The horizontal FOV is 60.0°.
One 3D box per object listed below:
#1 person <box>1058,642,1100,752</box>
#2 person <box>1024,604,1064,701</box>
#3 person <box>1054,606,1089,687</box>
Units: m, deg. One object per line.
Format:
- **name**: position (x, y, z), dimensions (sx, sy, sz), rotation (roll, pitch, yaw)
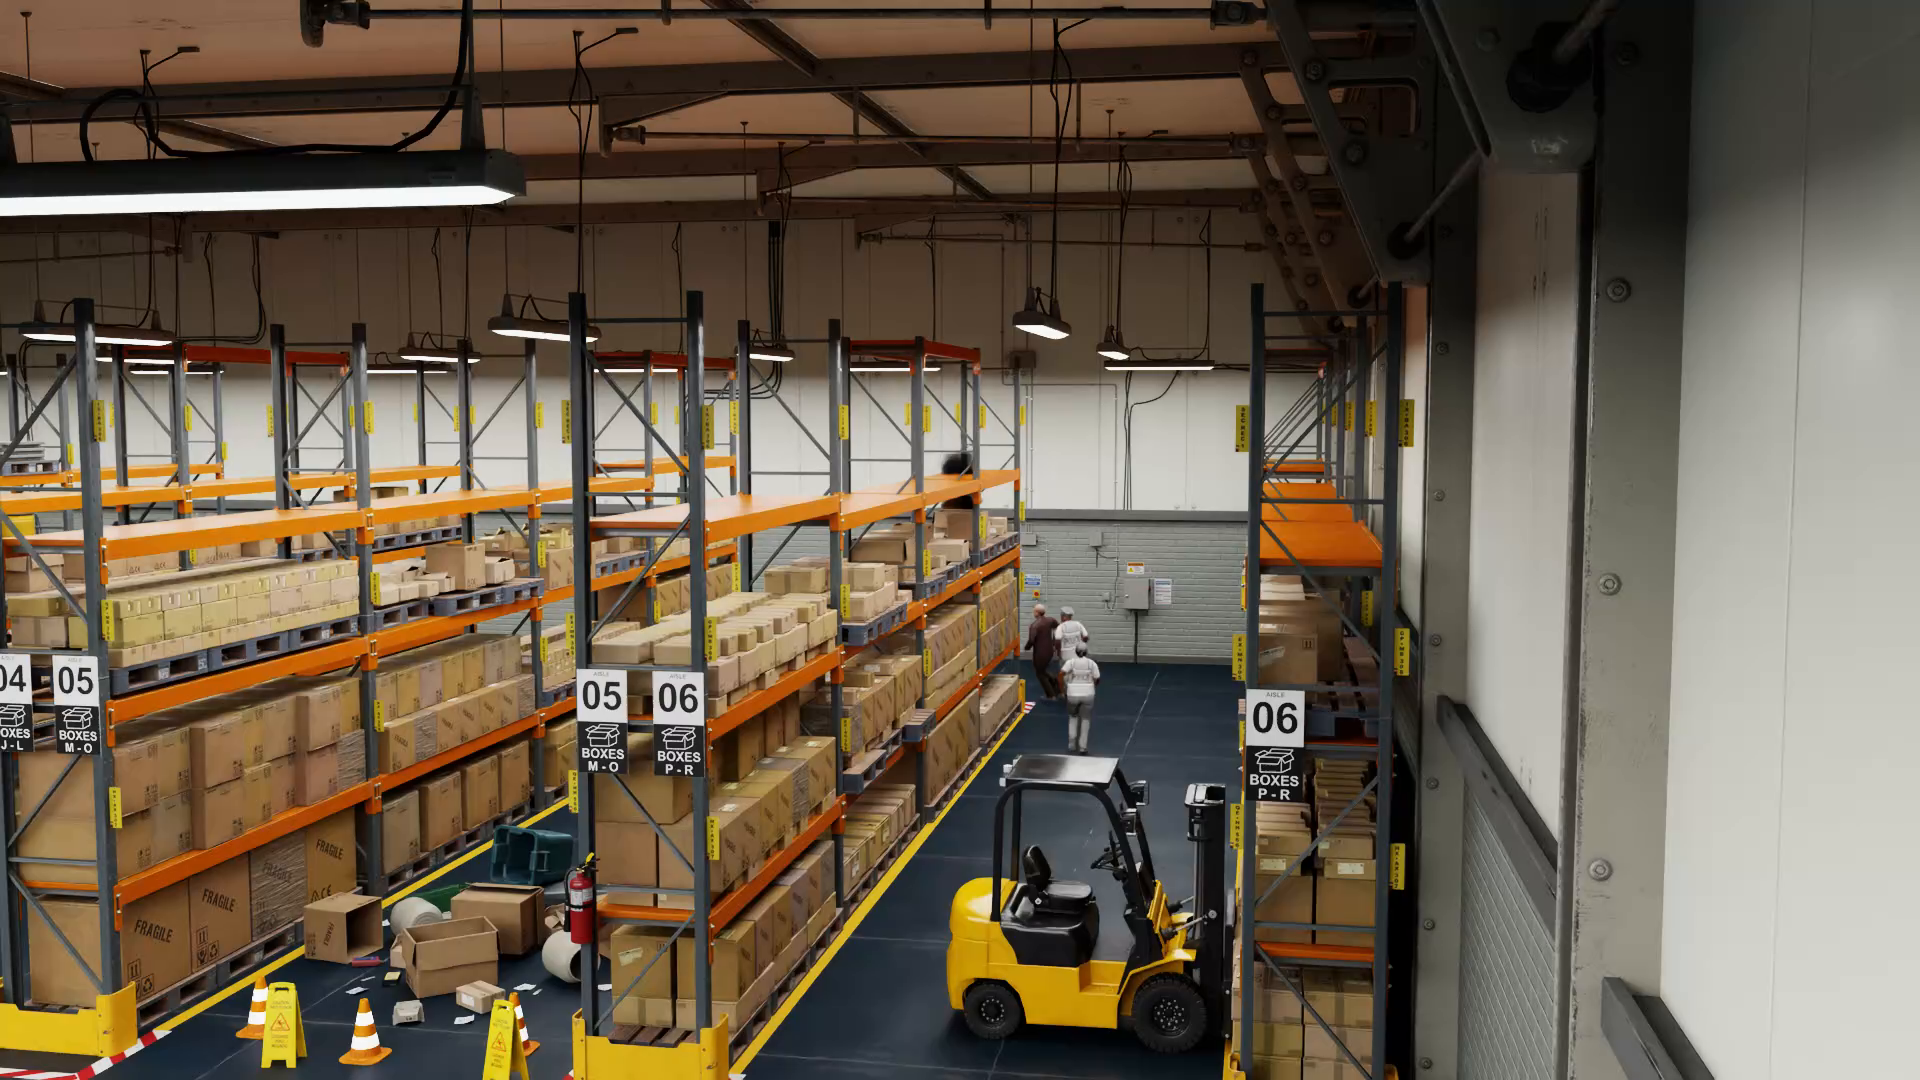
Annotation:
- **person**: position (1.802, 2.351, 24.886), dimensions (0.593, 1.662, 0.637), rotation (1, 5, 7)
- **person**: position (1.417, 1.967, 29.077), dimensions (0.592, 1.720, 0.737), rotation (4, 6, 38)
- **person**: position (1.887, 1.993, 28.890), dimensions (0.664, 1.706, 0.545), rotation (-1, 5, -15)
